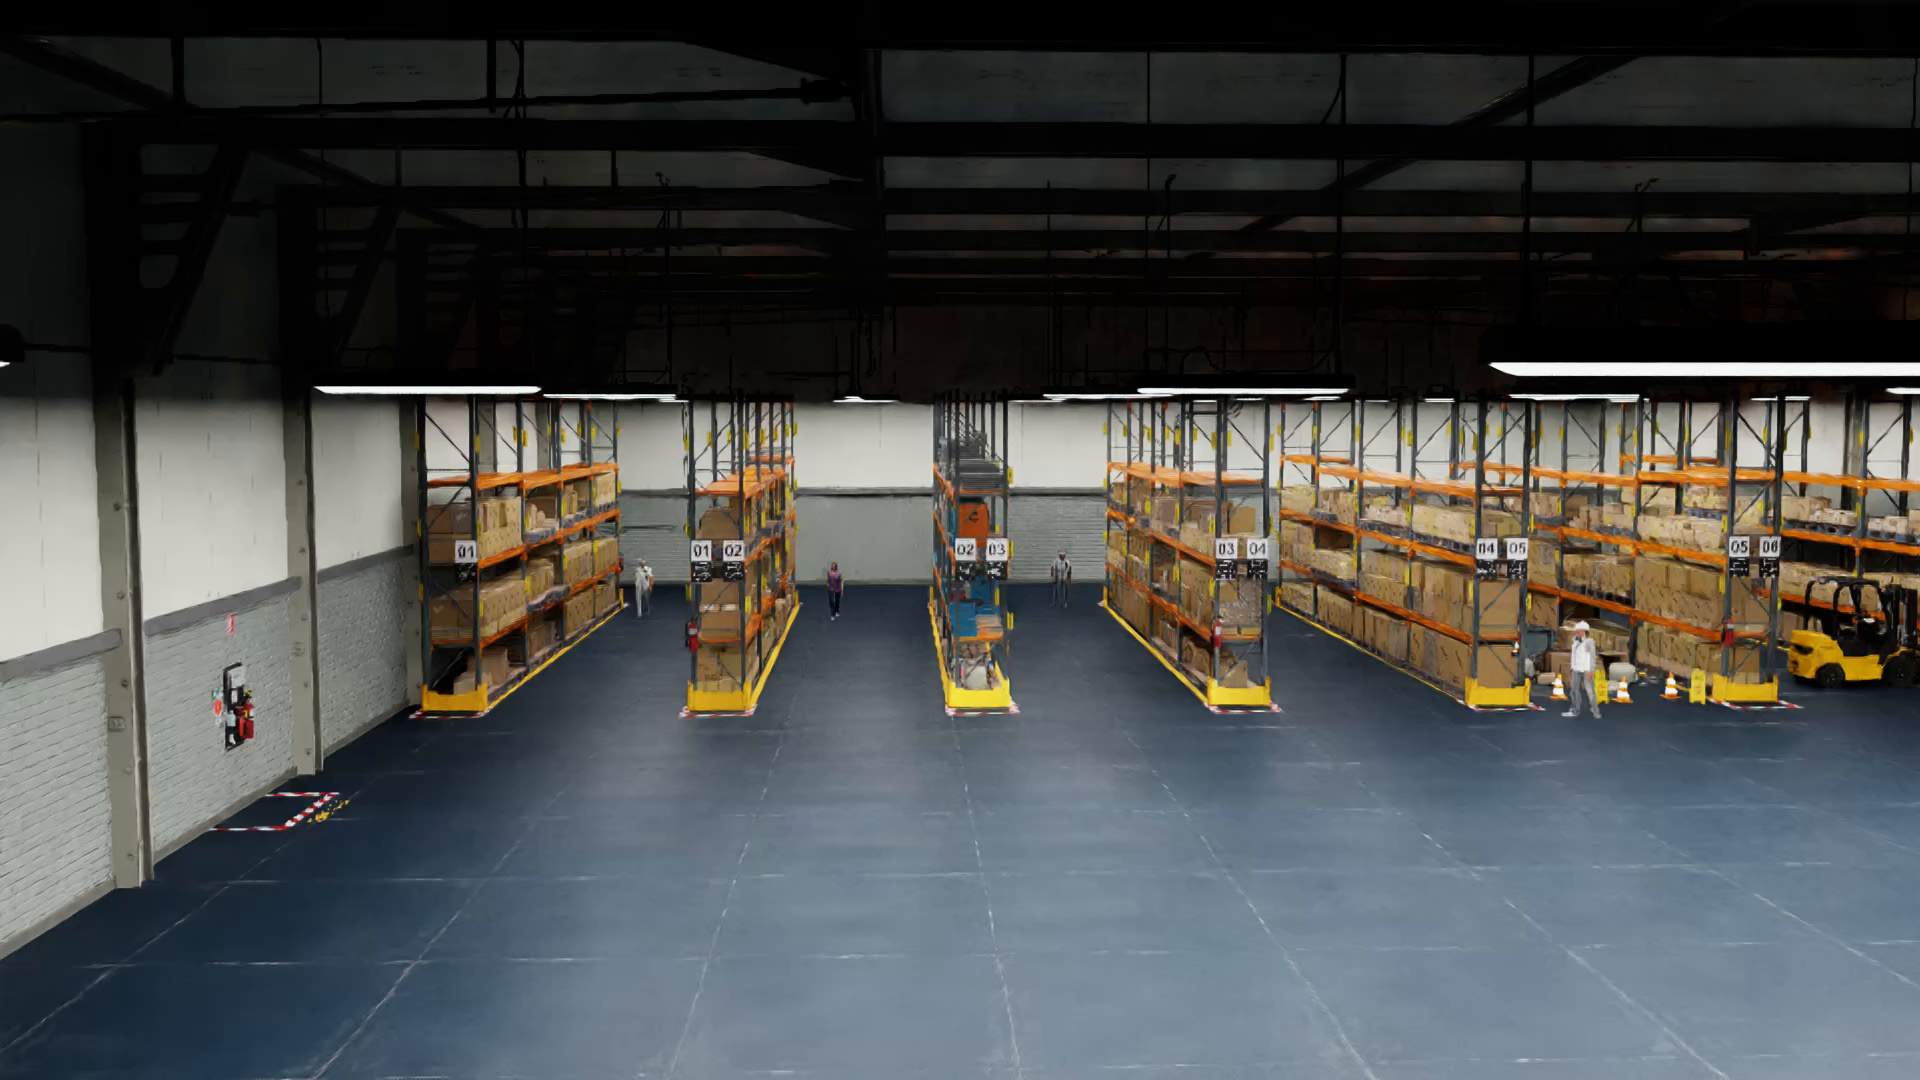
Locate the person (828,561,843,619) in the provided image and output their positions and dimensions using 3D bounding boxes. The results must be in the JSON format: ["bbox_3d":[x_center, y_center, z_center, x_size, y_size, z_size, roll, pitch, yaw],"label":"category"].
[{"bbox_3d":[-3.324,1.325,44.399,0.430,1.540,0.948,0,5,-4],"label":"person"}]

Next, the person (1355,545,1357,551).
[{"bbox_3d":[11.238,1.005,46.923,0.485,1.767,0.625,-2,5,-25],"label":"person"}]

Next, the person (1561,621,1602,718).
[{"bbox_3d":[11.400,2.368,30.385,0.554,1.774,0.651,-2,5,-24],"label":"person"}]

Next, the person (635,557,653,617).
[{"bbox_3d":[-8.517,1.262,44.830,0.493,1.605,1.000,0,5,-3],"label":"person"}]

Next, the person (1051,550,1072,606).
[{"bbox_3d":[2.869,1.077,47.109,0.592,1.629,0.532,0,5,-4],"label":"person"}]
